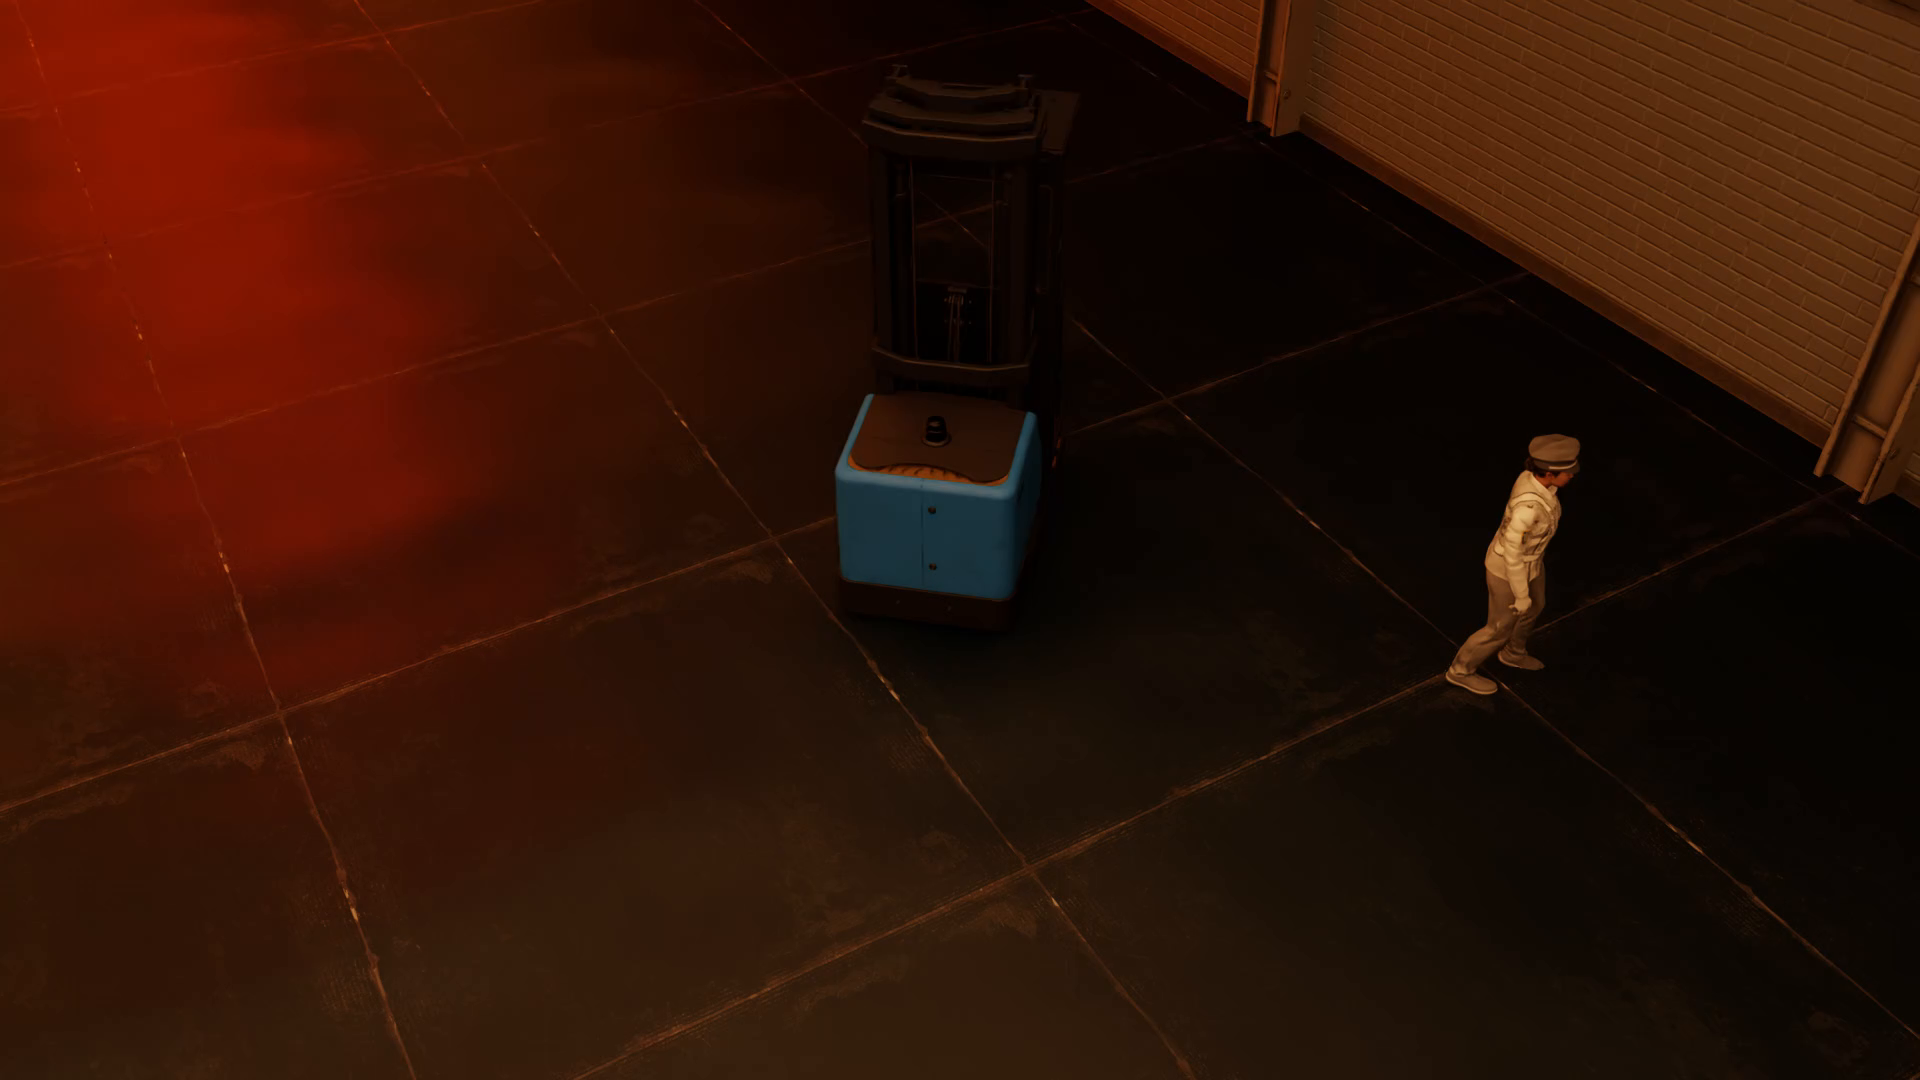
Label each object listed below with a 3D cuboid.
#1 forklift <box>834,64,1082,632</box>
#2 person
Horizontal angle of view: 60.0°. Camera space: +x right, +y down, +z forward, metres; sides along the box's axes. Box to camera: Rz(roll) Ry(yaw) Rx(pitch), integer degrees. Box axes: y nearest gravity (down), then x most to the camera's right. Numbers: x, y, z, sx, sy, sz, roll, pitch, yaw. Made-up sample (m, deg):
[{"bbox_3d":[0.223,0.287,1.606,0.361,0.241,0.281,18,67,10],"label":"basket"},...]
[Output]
[{"bbox_3d":[0.079,-1.544,9.897,1.130,2.935,3.031,7,40,9],"label":"forklift"},{"bbox_3d":[3.008,0.173,8.861,0.506,1.701,0.573,16,42,19],"label":"person"}]
